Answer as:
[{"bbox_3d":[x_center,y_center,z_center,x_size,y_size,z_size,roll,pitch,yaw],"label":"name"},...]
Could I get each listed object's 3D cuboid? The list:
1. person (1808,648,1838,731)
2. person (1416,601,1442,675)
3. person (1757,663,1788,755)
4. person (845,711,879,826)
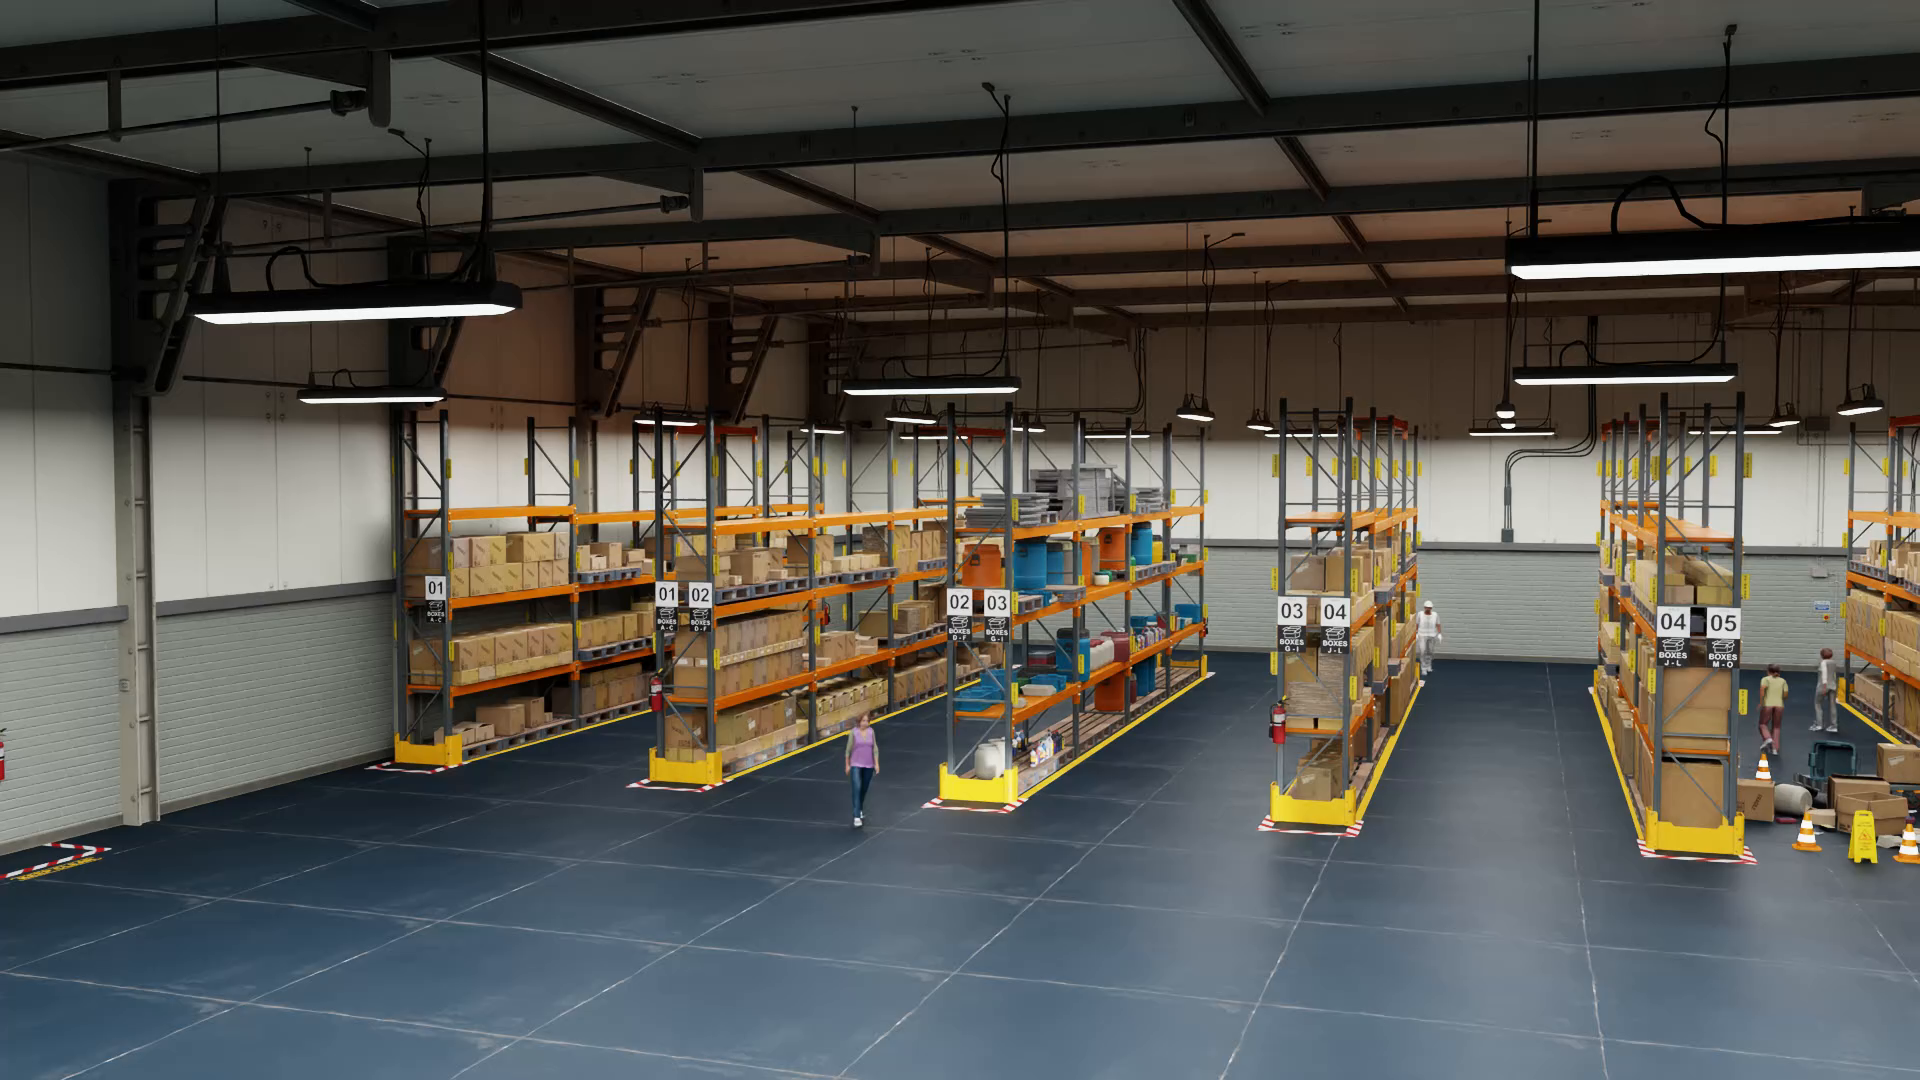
[{"bbox_3d":[16.533,2.917,31.658,0.410,1.510,0.637,0,2,-5],"label":"person"},{"bbox_3d":[11.430,2.374,40.598,0.614,1.788,0.712,0,2,7],"label":"person"},{"bbox_3d":[14.339,2.970,29.344,0.518,1.561,0.702,1,3,19],"label":"person"},{"bbox_3d":[-1.385,3.201,23.465,0.469,1.562,0.814,-1,3,-24],"label":"person"}]
